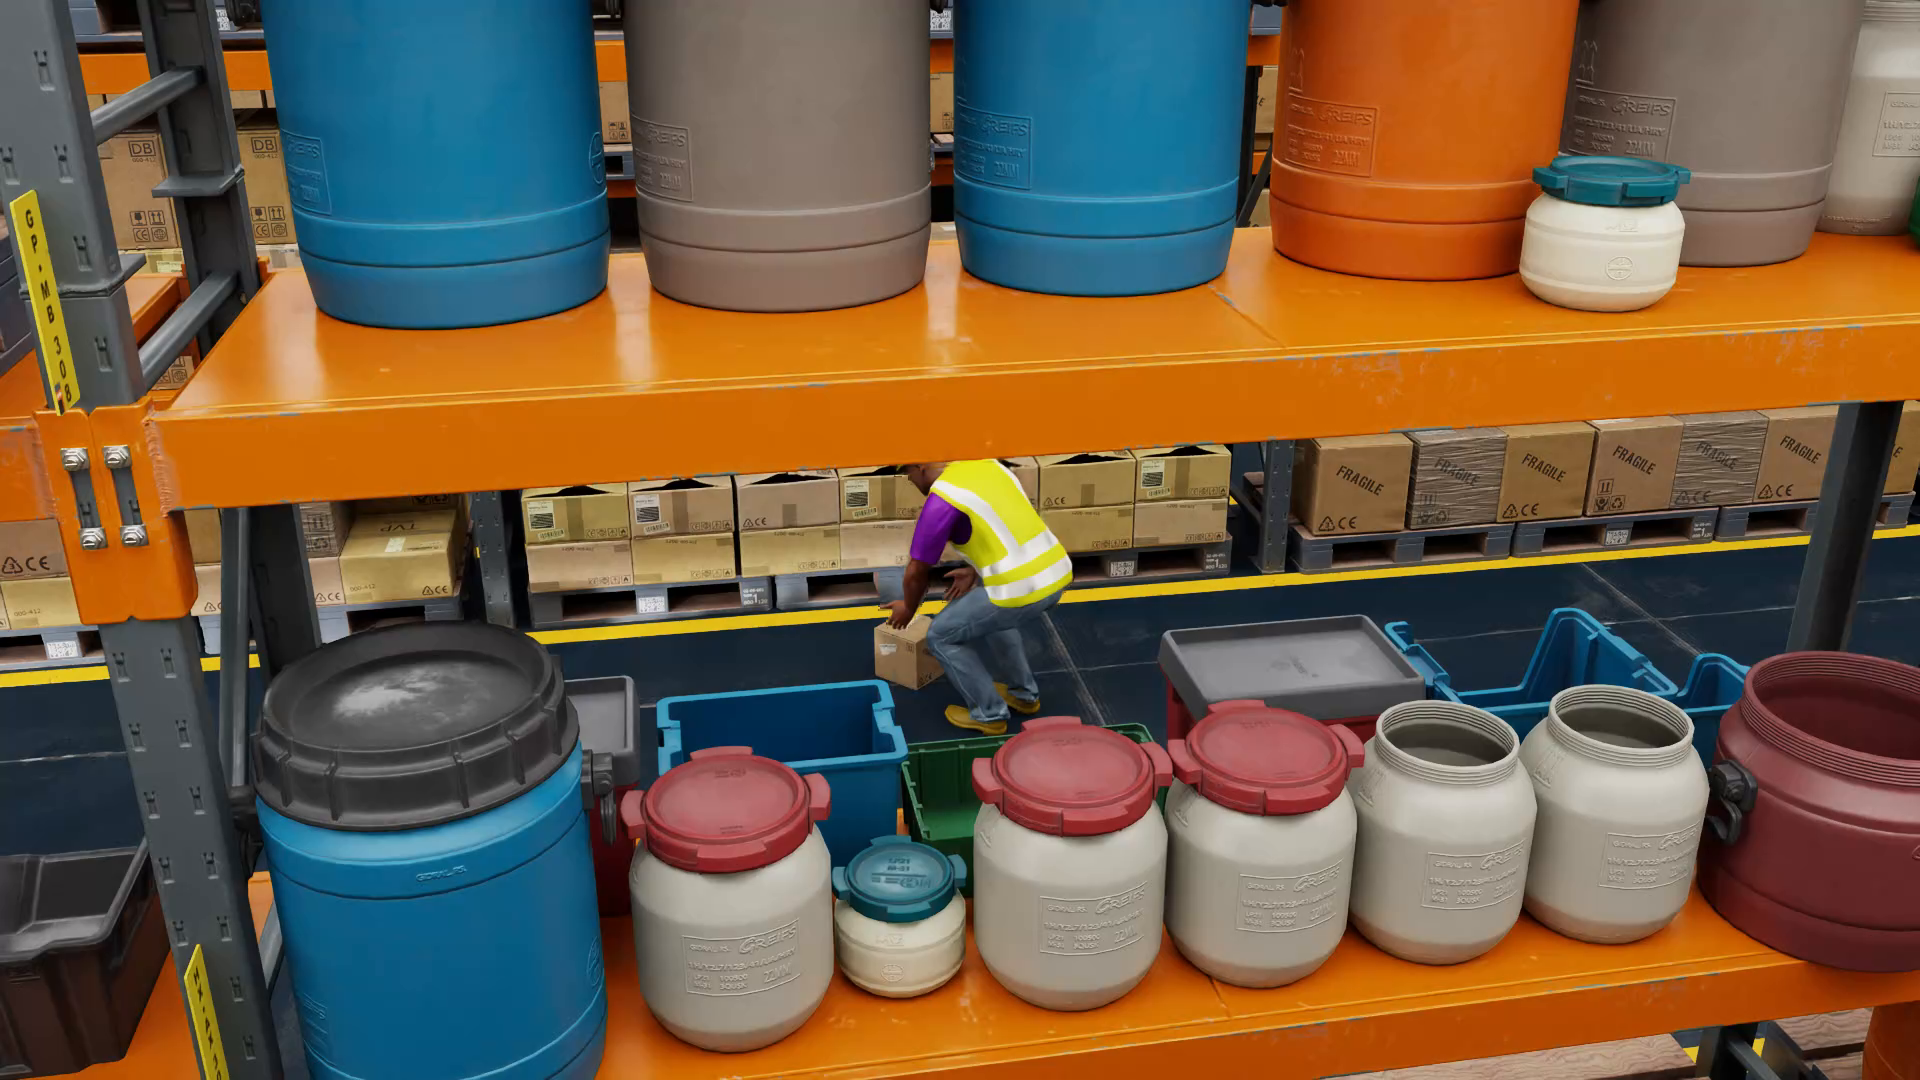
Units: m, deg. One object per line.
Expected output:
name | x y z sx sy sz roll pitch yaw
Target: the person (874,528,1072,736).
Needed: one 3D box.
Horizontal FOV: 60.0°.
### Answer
person | 0.022 0.362 7.422 0.980 0.858 0.546 16 28 32
